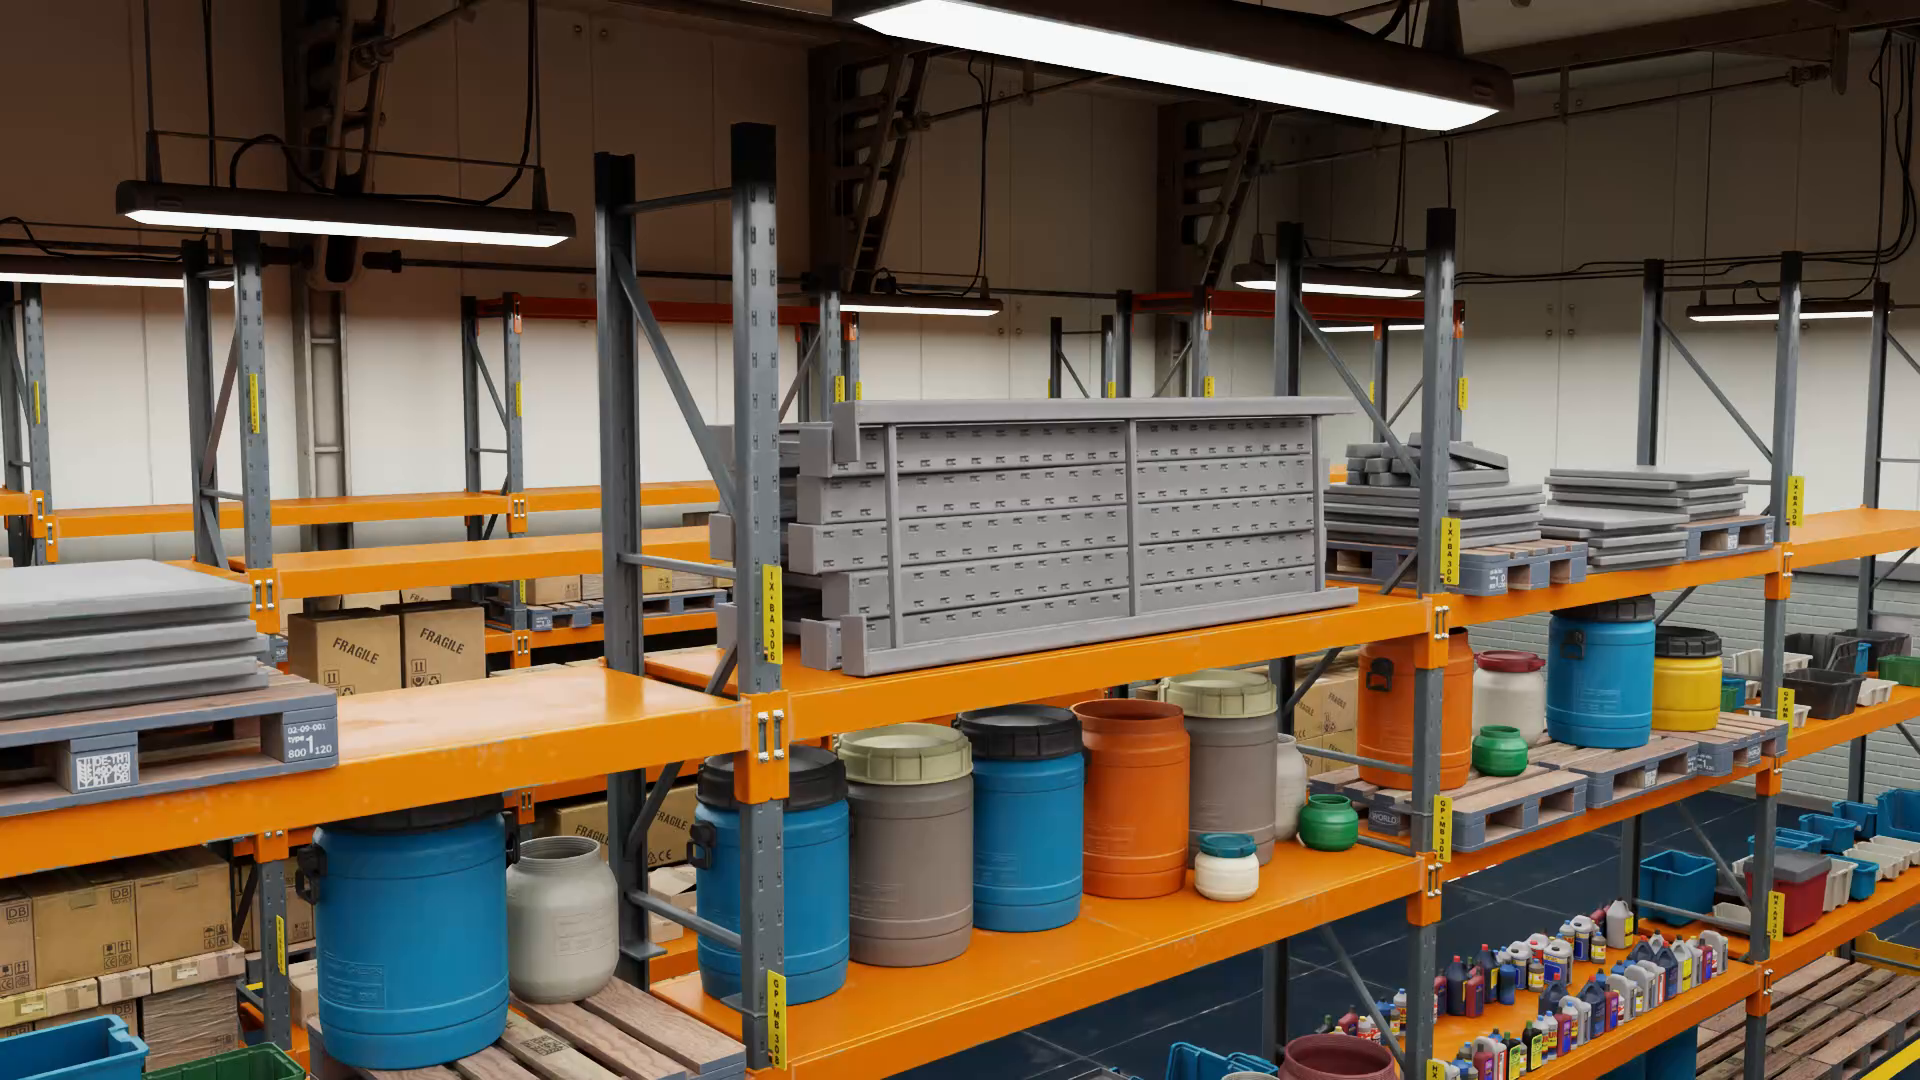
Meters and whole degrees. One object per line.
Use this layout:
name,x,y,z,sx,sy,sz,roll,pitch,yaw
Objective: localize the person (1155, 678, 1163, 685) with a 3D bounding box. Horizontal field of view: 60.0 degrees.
person,2.779,2.263,21.808,0.582,1.737,0.423,2,6,18
